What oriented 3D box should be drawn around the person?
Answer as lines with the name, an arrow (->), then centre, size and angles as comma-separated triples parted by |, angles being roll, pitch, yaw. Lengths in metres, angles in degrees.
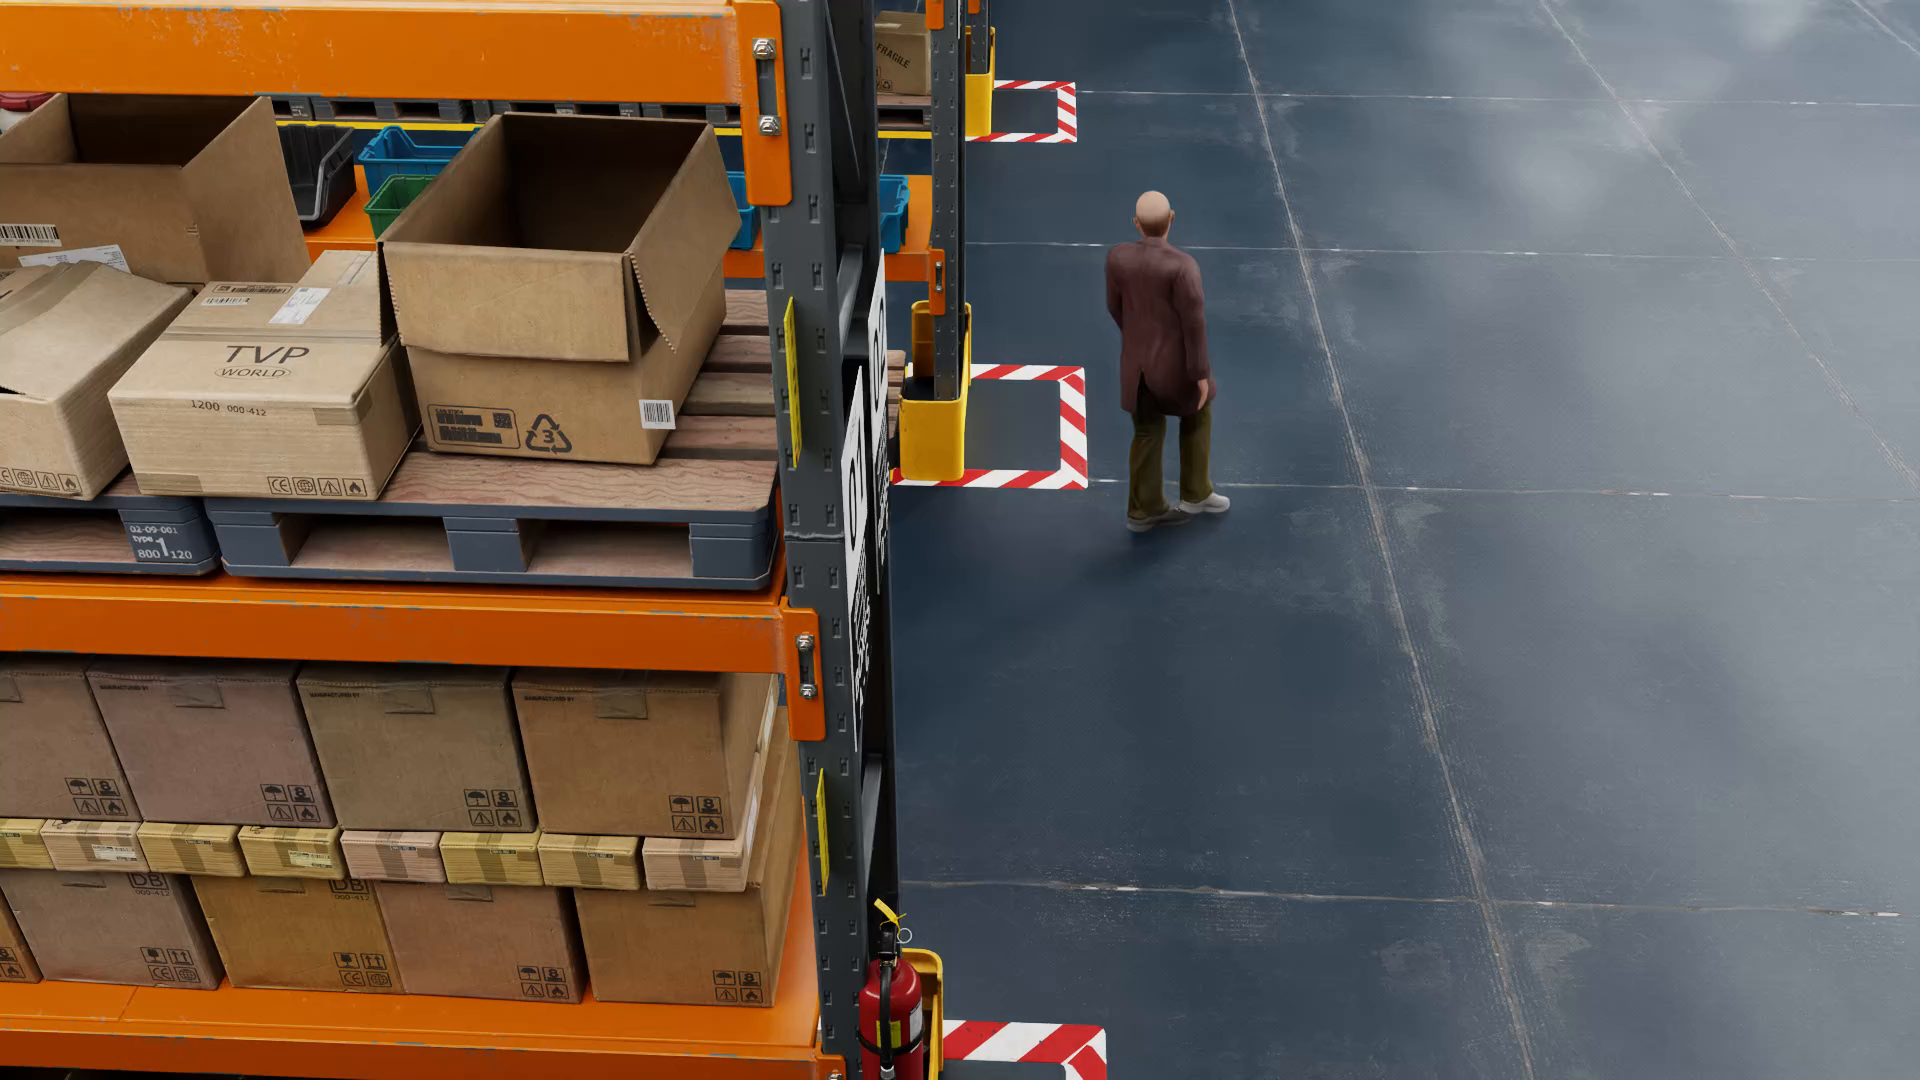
person -> 1.031, -0.896, 8.388 | 0.658, 1.781, 0.598 | 26, 43, 32
